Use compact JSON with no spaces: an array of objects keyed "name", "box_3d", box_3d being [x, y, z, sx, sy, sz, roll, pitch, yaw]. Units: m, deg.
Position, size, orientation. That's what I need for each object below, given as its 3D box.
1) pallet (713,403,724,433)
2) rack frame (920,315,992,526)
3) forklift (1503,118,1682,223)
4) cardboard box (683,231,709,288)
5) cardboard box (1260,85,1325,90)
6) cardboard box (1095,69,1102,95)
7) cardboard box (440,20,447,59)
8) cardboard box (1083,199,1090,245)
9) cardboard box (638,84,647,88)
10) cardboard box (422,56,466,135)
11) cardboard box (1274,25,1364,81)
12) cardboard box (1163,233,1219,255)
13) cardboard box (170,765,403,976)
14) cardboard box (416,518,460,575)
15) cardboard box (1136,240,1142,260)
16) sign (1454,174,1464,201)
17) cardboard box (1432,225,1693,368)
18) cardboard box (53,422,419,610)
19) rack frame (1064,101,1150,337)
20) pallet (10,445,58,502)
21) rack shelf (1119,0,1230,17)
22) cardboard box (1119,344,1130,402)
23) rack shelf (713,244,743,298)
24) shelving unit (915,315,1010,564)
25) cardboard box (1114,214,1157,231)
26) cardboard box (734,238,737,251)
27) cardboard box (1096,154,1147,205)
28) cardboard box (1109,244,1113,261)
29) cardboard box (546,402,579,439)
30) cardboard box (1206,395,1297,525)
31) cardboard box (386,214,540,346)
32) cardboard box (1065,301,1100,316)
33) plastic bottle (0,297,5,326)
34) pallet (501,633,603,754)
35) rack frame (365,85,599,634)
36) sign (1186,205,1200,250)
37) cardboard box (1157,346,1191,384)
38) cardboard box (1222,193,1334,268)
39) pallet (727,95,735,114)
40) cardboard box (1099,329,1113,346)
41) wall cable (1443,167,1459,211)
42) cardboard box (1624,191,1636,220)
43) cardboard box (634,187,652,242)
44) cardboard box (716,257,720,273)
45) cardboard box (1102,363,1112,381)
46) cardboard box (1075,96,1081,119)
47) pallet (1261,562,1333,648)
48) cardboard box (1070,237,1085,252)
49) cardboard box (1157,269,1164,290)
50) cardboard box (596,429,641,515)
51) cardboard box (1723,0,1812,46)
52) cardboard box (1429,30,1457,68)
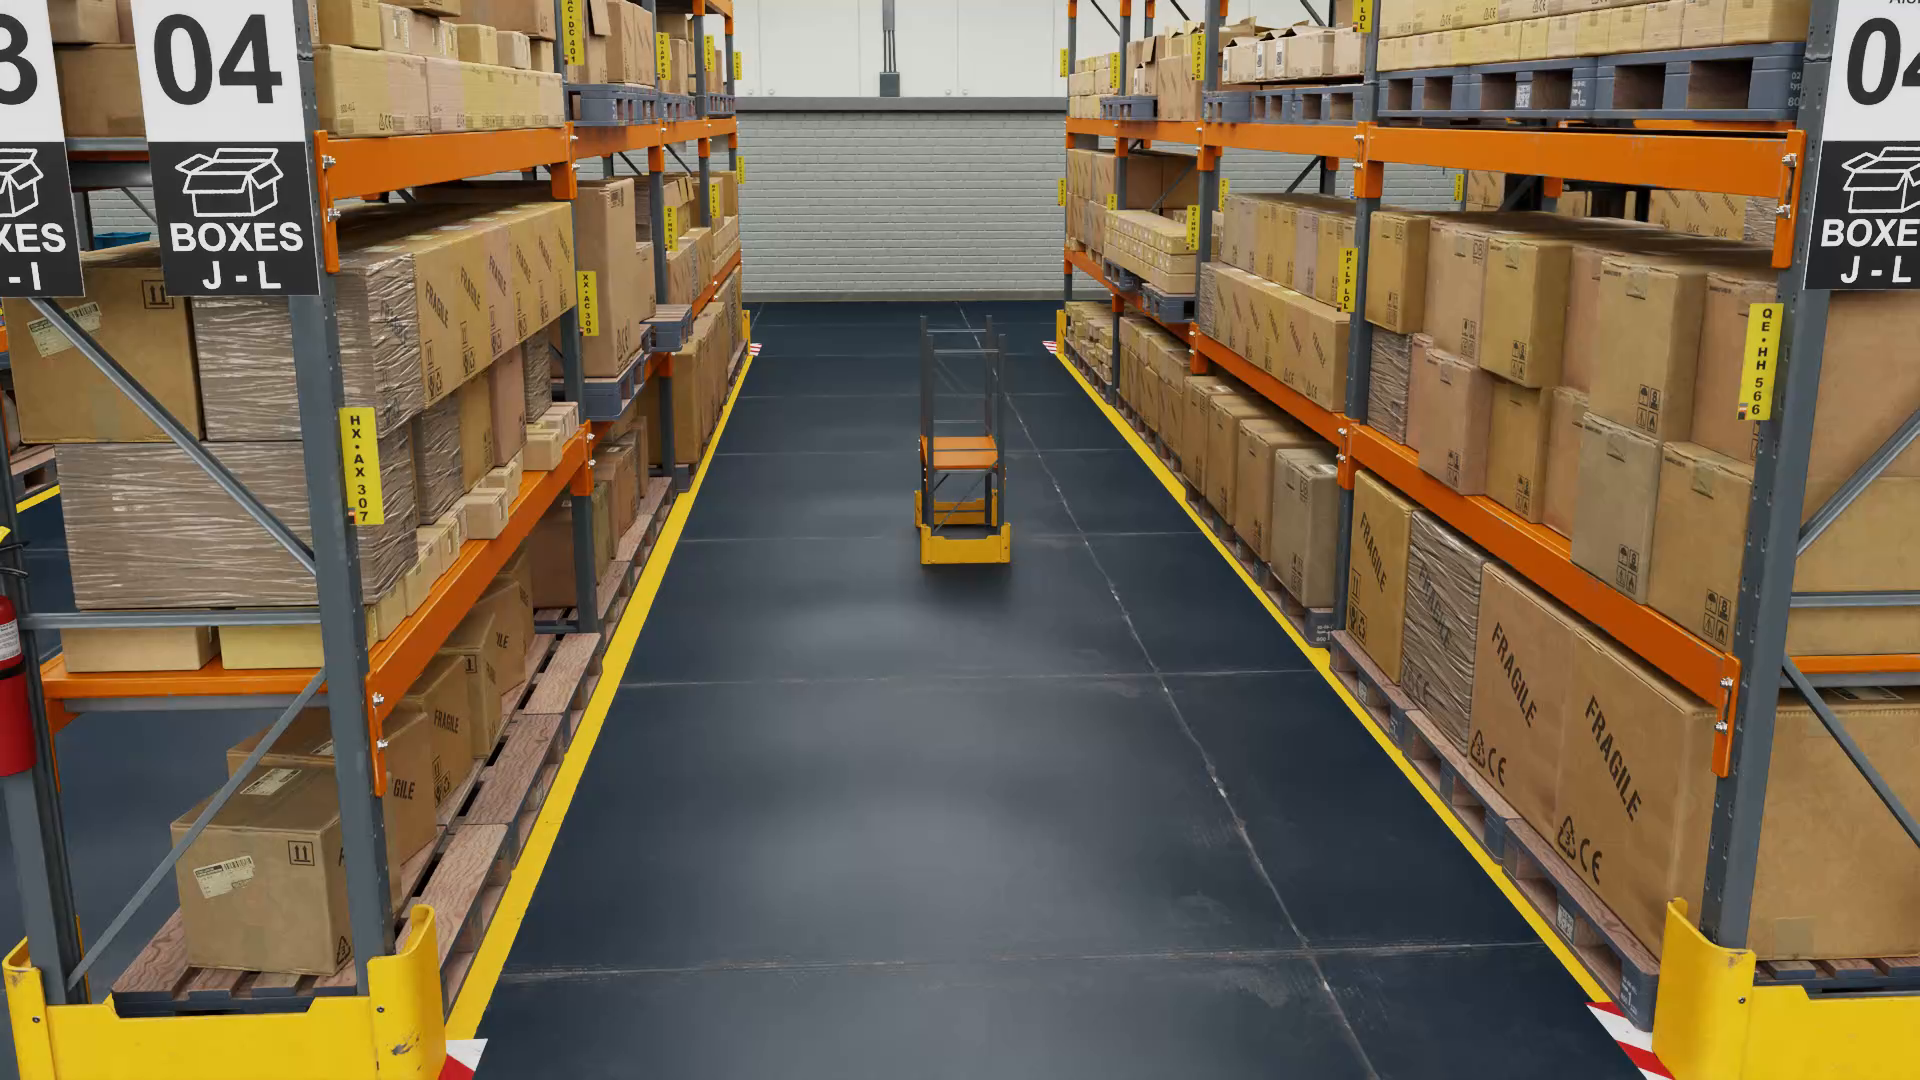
[{"name":"pallet","box_3d":[-2.802,-1.216,15.831,1.003,0.211,1.213,-1,14,-3]},{"name":"rack frame","box_3d":[-0.026,-0.832,11.748,0.500,1.500,0.032,-1,14,-3]},{"name":"forklift","box_3d":[4.783,-1.825,12.738,1.130,2.935,3.031,-1,14,-4]},{"name":"cardboard box","box_3d":[-2.600,-2.571,15.298,0.500,0.500,0.500,0,14,-2]},{"name":"cardboard box","box_3d":[2.509,-3.462,12.740,0.500,0.500,0.500,-1,14,-3]},{"name":"cardboard box","box_3d":[1.691,-4.801,17.445,0.500,0.250,0.500,0,14,-1]},{"name":"cardboard box","box_3d":[-2.077,-1.804,5.998,0.380,0.149,0.250,-1,14,-4]},{"name":"cardboard box","box_3d":[1.649,-3.499,18.308,0.500,0.500,0.500,-1,14,-5]},{"name":"cardboard box","box_3d":[-2.359,-2.905,11.079,0.500,0.250,0.500,-1,14,-4]},{"name":"cardboard box","box_3d":[-2.019,-1.529,5.729,0.500,0.250,0.500,-1,14,-4]},{"name":"cardboard box","box_3d":[2.199,-2.913,9.945,0.500,0.311,0.500,-1,14,-5]},{"name":"cardboard box","box_3d":[1.791,-2.299,12.909,0.380,0.149,0.250,-1,15,-6]},{"name":"cardboard box","box_3d":[-2.204,1.078,5.489,0.500,0.500,0.500,2,15,7]},{"name":"cardboard box","box_3d":[-2.003,0.025,5.914,0.380,0.149,0.250,-1,14,-3]},{"name":"cardboard box","box_3d":[1.712,-2.477,14.197,0.380,0.149,0.250,-1,14,-2]},{"name":"sign","box_3d":[6.163,-4.356,20.540,0.100,0.325,0.005,-1,14,-3]},{"name":"cardboard box","box_3d":[2.562,-1.051,7.125,0.875,0.550,0.550,-1,14,-3]},{"name":"cardboard box","box_3d":[-2.189,-0.103,5.109,0.875,0.500,0.500,-1,14,-3]},{"name":"rack frame","box_3d":[1.783,-3.804,20.291,1.000,3.000,0.127,-1,14,-3]},{"name":"pallet","box_3d":[-7.712,-0.531,13.168,1.003,0.211,1.213,-1,14,-3]},{"name":"rack shelf","box_3d":[2.155,-4.675,13.883,1.077,0.370,4.000,-1,14,-3]},{"name":"cardboard box","box_3d":[1.812,-1.614,15.953,0.500,0.500,0.500,0,14,-1]},{"name":"rack shelf","box_3d":[-3.049,-2.907,18.247,1.077,0.370,4.000,-1,14,-3]},{"name":"shelving unit","box_3d":[0.005,-0.707,11.266,0.587,1.500,1.083,-1,14,-3]},{"name":"cardboard box","box_3d":[1.633,-2.941,15.404,0.380,0.149,0.250,-1,14,-3]},{"name":"cardboard box","box_3d":[-2.790,-3.420,19.303,0.380,0.149,0.250,-1,14,-3]},{"name":"cardboard box","box_3d":[1.695,-3.727,17.188,0.500,0.500,0.500,-1,14,-5]},{"name":"cardboard box","box_3d":[1.620,-2.717,15.727,0.380,0.149,0.250,-1,14,-3]},{"name":"cardboard box","box_3d":[-2.123,-0.597,8.333,0.380,0.149,0.250,-1,14,-3]},{"name":"cardboard box","box_3d":[2.284,-0.558,11.347,1.050,0.750,0.750,-1,14,-3]},{"name":"cardboard box","box_3d":[-2.065,-1.088,6.933,0.500,0.500,0.500,-1,14,-3]},{"name":"cardboard box","box_3d":[1.477,-2.779,19.993,0.380,0.149,0.250,-2,15,-6]},{"name":"plastic bottle","box_3d":[-7.305,-1.766,12.628,0.097,0.271,0.097,0,14,0]},{"name":"pallet","box_3d":[-2.353,0.749,8.192,1.003,0.211,1.213,-1,14,-3]},{"name":"rack frame","box_3d":[-2.430,-0.768,8.492,1.000,3.000,0.127,-1,14,-3]},{"name":"sign","box_3d":[1.738,-2.326,12.382,0.100,0.325,0.005,-1,14,-3]},{"name":"cardboard box","box_3d":[1.933,-1.462,13.857,0.500,0.250,0.500,-1,14,-3]},{"name":"cardboard box","box_3d":[2.297,-2.235,11.987,0.700,0.500,0.500,-1,14,-4]},{"name":"pallet","box_3d":[-3.117,-4.978,19.012,1.003,0.211,1.213,-1,14,-3]},{"name":"cardboard box","box_3d":[1.671,-2.129,17.466,0.380,0.149,0.250,-1,14,-4]},{"name":"wall cable","box_3d":[7.760,-5.824,26.104,0.588,1.984,0.122,-1,14,-3]},{"name":"cardboard box","box_3d":[6.706,-3.329,16.240,0.500,0.500,0.500,-1,14,-3]},{"name":"cardboard box","box_3d":[-2.707,-2.479,12.928,0.797,0.503,0.637,0,14,-2]},{"name":"cardboard box","box_3d":[-2.628,-2.780,16.816,0.380,0.149,0.250,-1,14,-5]},{"name":"cardboard box","box_3d":[1.667,-1.724,17.086,0.380,0.149,0.250,-1,14,-3]},{"name":"cardboard box","box_3d":[1.584,-4.937,18.977,0.500,0.250,0.500,0,14,-2]},{"name":"pallet","box_3d":[2.404,0.340,9.781,1.003,0.211,1.213,-1,14,-3]},{"name":"cardboard box","box_3d":[1.497,-3.466,19.483,0.380,0.149,0.250,-1,14,-5]},{"name":"cardboard box","box_3d":[1.776,-2.073,13.226,0.380,0.149,0.250,-1,14,-4]},{"name":"cardboard box","box_3d":[-2.569,-0.461,11.433,0.700,0.500,0.500,-2,15,-8]},{"name":"cardboard box","box_3d":[2.416,-1.485,4.719,0.380,0.149,0.250,-1,14,-4]},{"name":"cardboard box","box_3d":[2.257,-2.118,7.179,0.380,0.149,0.250,-1,14,-4]}]
